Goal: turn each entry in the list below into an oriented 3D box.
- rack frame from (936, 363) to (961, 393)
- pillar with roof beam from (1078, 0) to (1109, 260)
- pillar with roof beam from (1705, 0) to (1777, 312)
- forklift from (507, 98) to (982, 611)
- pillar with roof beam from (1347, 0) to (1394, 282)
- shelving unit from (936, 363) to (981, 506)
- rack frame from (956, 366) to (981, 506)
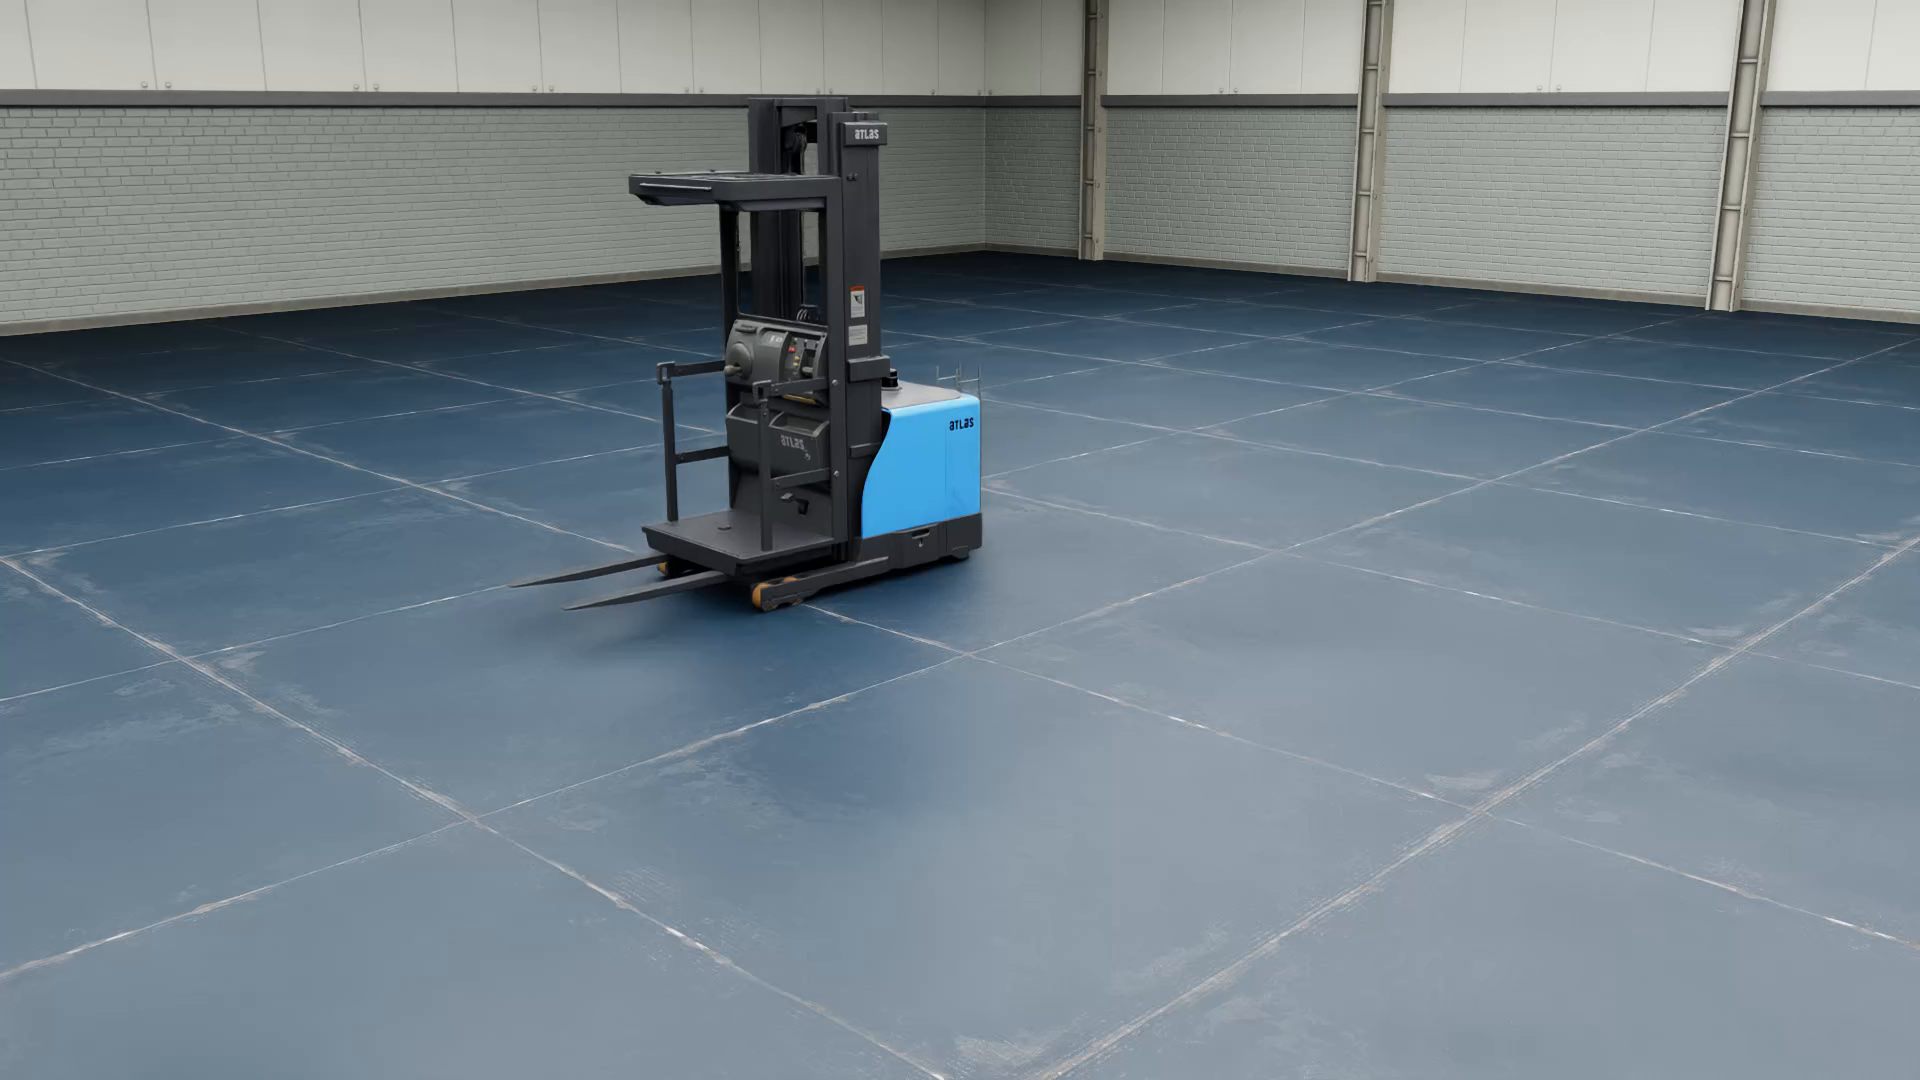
[{"bbox_3d":[-0.076,-0.599,11.352,0.006,1.200,0.240,14,20,42],"label":"rack frame"},{"bbox_3d":[-0.429,-9.057,28.345,0.400,9.000,9.100,14,20,42],"label":"pillar with roof beam"},{"bbox_3d":[8.210,-6.957,20.285,0.400,9.000,9.100,14,20,42],"label":"pillar with roof beam"},{"bbox_3d":[-1.277,-1.146,10.016,3.031,2.935,1.130,-13,20,-41],"label":"forklift"},{"bbox_3d":[3.891,-8.007,24.315,0.400,9.000,9.100,14,20,42],"label":"pillar with roof beam"},{"bbox_3d":[-0.010,-0.583,11.291,0.189,1.200,0.258,14,20,42],"label":"shelving unit"},{"bbox_3d":[0.055,-0.567,11.229,0.006,1.200,0.240,14,20,42],"label":"rack frame"}]
